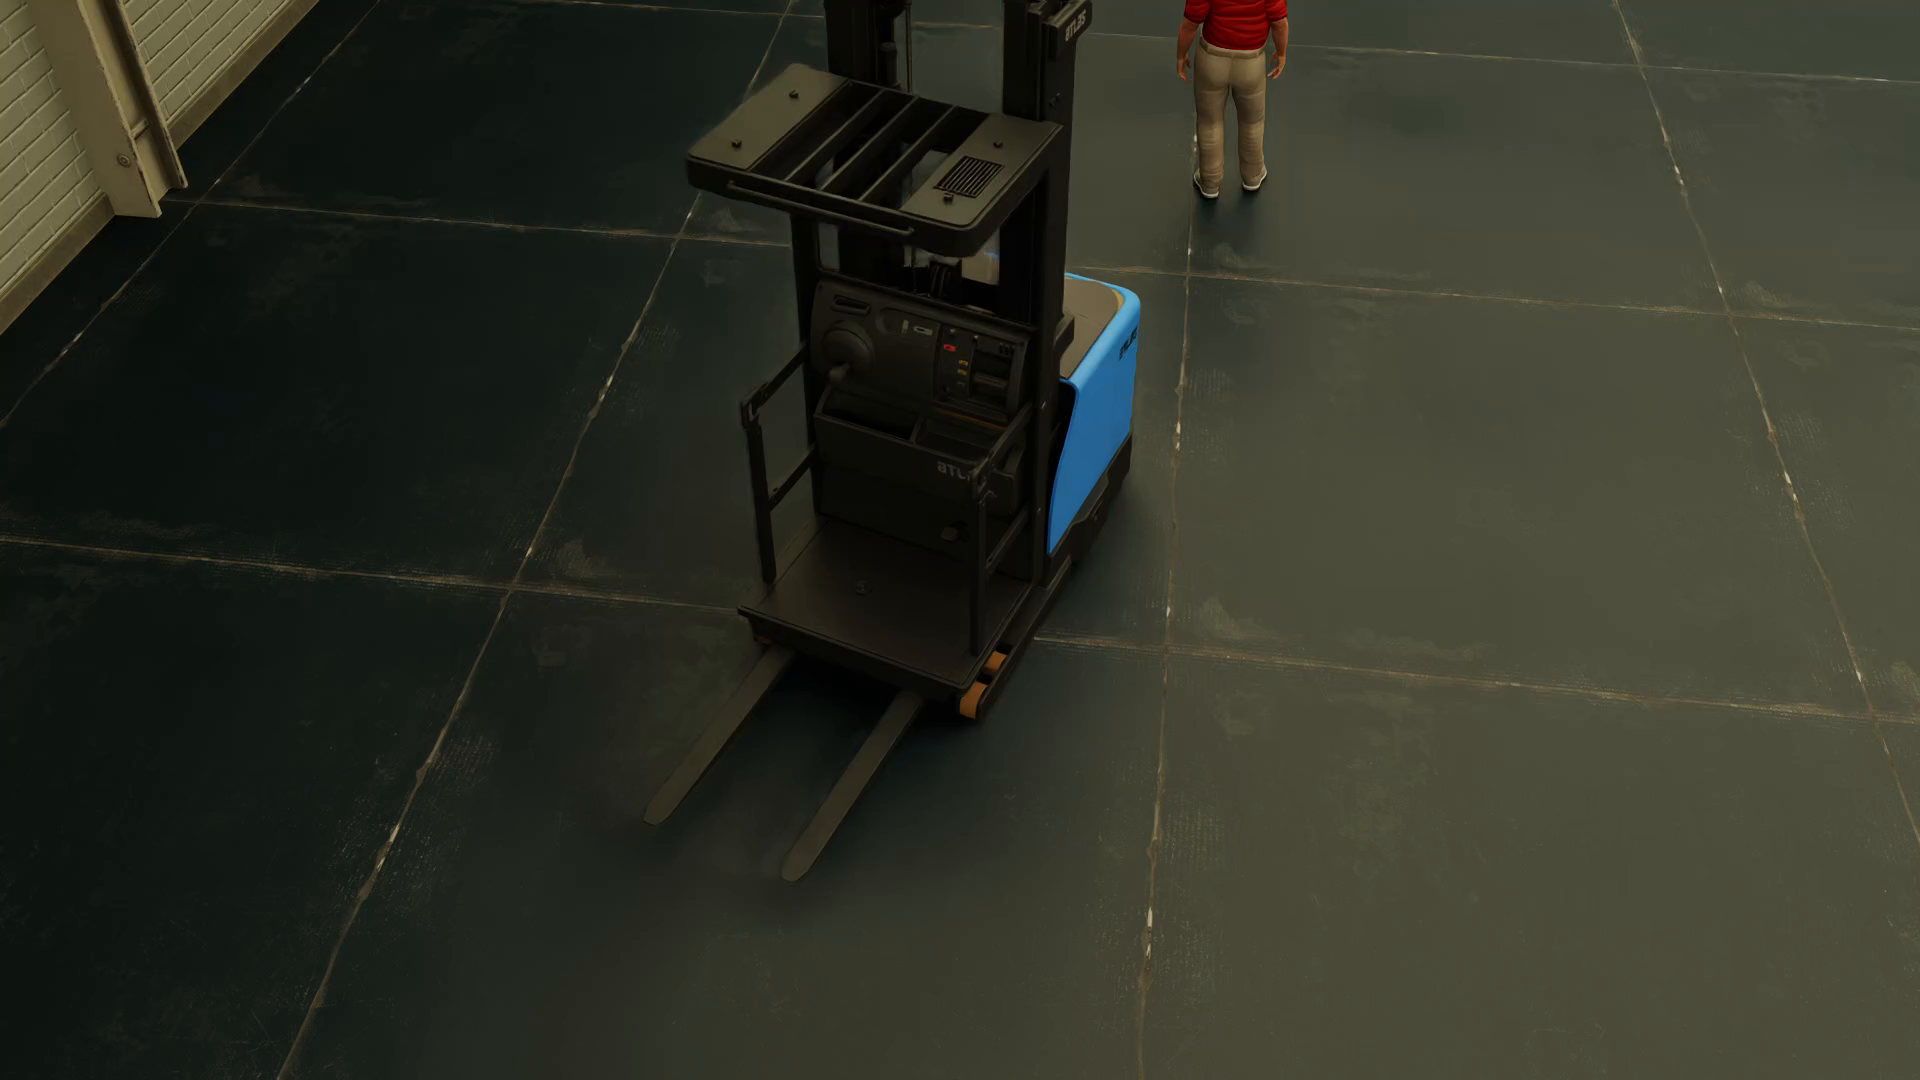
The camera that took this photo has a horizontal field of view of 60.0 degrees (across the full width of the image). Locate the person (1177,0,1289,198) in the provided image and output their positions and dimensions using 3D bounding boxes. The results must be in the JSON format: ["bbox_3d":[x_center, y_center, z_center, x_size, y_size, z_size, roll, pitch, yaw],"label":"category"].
[{"bbox_3d":[1.573,-2.811,9.661,0.641,1.727,0.550,3,43,4],"label":"person"}]

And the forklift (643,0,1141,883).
[{"bbox_3d":[-0.261,-0.661,6.443,1.130,2.935,3.031,18,46,19],"label":"forklift"}]
